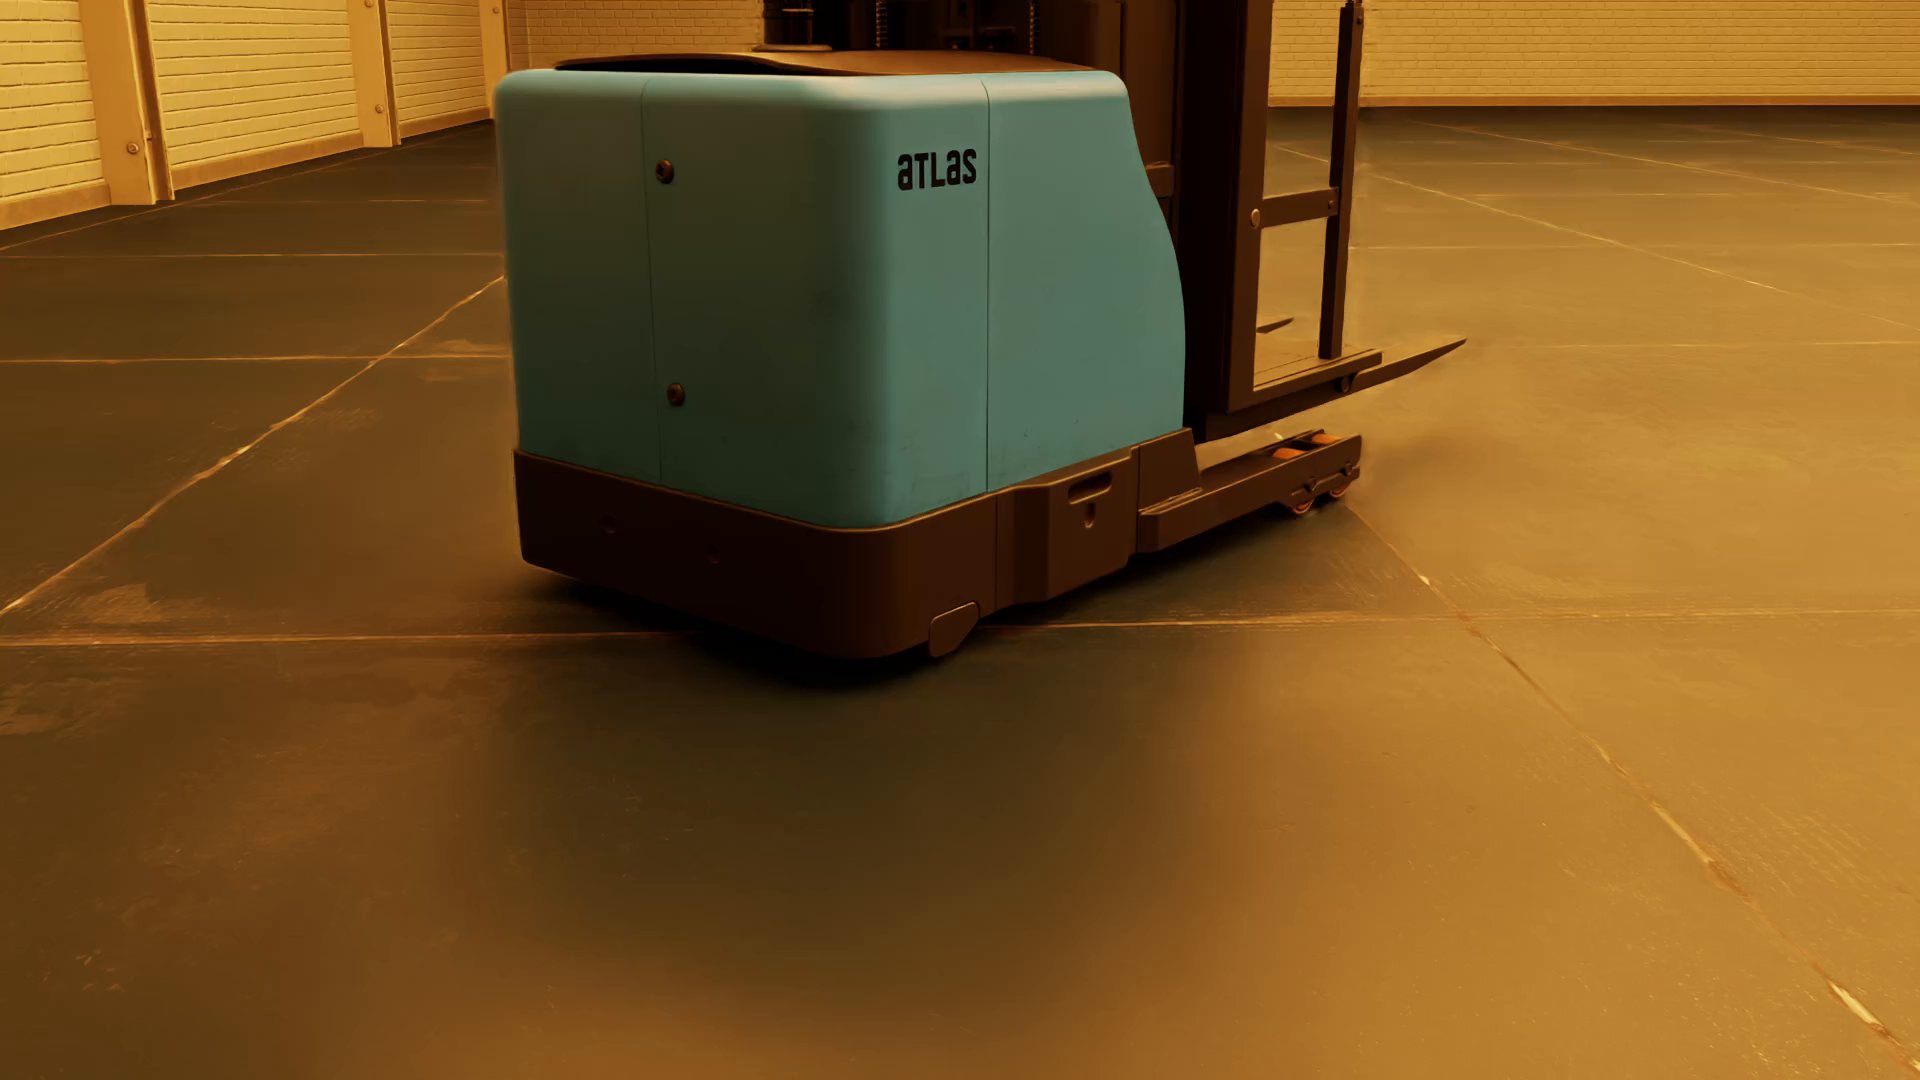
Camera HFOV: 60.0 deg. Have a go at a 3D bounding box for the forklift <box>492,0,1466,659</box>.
[{"bbox_3d":[0.380,-1.546,3.962,1.130,2.935,3.031,13,22,37],"label":"forklift"}]
